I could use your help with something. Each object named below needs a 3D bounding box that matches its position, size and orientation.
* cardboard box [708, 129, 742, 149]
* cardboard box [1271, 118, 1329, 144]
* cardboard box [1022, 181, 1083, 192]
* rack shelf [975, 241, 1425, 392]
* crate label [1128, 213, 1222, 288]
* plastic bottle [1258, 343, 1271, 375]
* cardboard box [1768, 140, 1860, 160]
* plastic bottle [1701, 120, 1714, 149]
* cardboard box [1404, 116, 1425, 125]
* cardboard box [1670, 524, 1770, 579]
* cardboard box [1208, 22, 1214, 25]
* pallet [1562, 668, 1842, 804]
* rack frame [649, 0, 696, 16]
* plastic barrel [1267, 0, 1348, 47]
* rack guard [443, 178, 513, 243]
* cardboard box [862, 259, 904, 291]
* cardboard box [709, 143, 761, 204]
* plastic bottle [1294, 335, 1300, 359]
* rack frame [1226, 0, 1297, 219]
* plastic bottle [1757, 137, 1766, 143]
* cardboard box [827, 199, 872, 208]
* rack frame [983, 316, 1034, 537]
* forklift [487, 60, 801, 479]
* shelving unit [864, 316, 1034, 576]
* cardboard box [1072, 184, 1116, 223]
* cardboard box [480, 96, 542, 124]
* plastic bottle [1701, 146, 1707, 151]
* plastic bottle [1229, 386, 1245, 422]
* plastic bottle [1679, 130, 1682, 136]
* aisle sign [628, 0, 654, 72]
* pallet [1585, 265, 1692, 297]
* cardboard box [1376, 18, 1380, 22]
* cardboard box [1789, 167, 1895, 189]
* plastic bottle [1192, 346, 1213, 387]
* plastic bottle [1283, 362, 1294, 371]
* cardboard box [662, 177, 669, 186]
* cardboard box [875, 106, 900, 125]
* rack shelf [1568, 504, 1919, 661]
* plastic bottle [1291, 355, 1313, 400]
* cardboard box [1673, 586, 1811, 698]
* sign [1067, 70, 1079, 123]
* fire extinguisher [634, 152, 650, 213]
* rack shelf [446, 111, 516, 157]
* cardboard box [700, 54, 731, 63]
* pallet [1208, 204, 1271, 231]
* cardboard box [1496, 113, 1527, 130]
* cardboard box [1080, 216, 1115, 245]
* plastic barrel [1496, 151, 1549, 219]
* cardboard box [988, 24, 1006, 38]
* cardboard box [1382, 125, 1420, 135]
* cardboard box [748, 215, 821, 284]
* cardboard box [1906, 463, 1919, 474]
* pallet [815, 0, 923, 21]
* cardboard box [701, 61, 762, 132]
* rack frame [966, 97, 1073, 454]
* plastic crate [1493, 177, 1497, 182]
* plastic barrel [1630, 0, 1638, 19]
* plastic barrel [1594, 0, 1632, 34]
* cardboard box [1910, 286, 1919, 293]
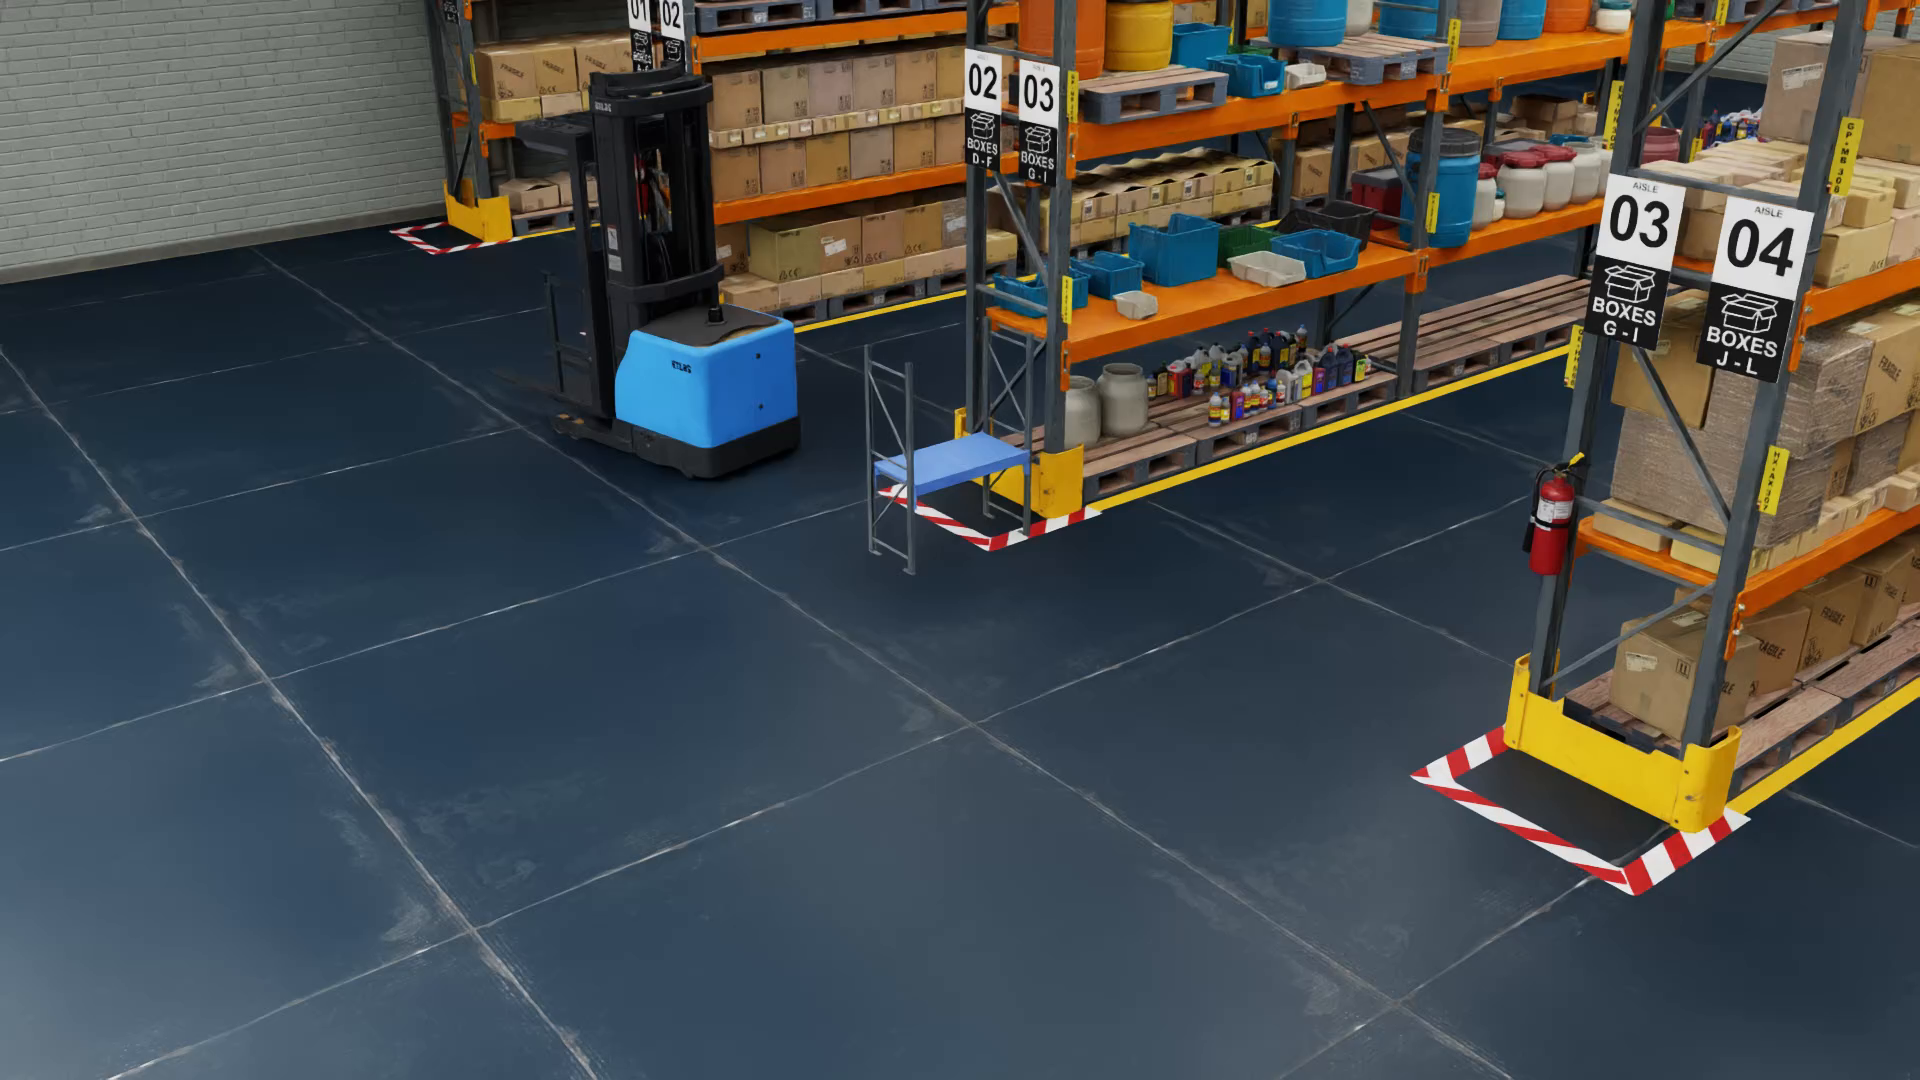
[{"bbox_3d":[-2.214,-3.719,15.310,0.250,0.149,0.380,-19,31,-34],"label":"cardboard box"},{"bbox_3d":[4.272,-5.169,20.881,0.500,0.250,0.500,-17,30,-32],"label":"cardboard box"},{"bbox_3d":[1.039,-3.923,18.740,0.500,0.311,0.500,-17,30,-33],"label":"cardboard box"},{"bbox_3d":[1.971,-1.900,13.135,4.000,0.370,1.077,-18,31,-34],"label":"rack shelf"},{"bbox_3d":[1.679,-2.290,13.080,0.616,0.435,0.502,-18,31,-34],"label":"crate label"},{"bbox_3d":[2.614,-1.558,14.262,0.097,0.271,0.097,0,25,0],"label":"plastic bottle"},{"bbox_3d":[4.359,-1.947,8.523,0.250,0.149,0.380,-18,30,-33],"label":"cardboard box"},{"bbox_3d":[7.882,-4.275,17.538,0.133,0.283,0.061,-18,31,-34],"label":"plastic bottle"},{"bbox_3d":[5.843,-5.344,22.149,0.500,0.500,0.500,-18,30,-33],"label":"cardboard box"},{"bbox_3d":[3.825,0.053,8.371,0.250,0.149,0.380,-18,31,-34],"label":"cardboard box"},{"bbox_3d":[3.636,-7.819,25.310,0.250,0.149,0.380,-18,30,-34],"label":"cardboard box"},{"bbox_3d":[4.175,0.980,9.388,1.213,0.211,1.003,-18,31,-34],"label":"pallet"},{"bbox_3d":[-2.656,-6.070,14.139,0.127,3.000,1.000,-18,31,-34],"label":"rack frame"},{"bbox_3d":[2.696,-4.301,12.797,0.708,0.901,0.600,-18,31,-34],"label":"plastic barrel"},{"bbox_3d":[-5.656,-3.874,19.504,0.348,0.500,1.175,-18,31,-34],"label":"rack guard"},{"bbox_3d":[-0.915,-2.746,16.872,0.500,0.250,0.500,-18,31,-34],"label":"cardboard box"},{"bbox_3d":[-2.281,-3.511,15.633,0.500,0.500,0.700,-18,31,-34],"label":"cardboard box"},{"bbox_3d":[2.944,-1.712,14.677,0.097,0.201,0.097,0,25,0],"label":"plastic bottle"},{"bbox_3d":[3.639,-5.427,19.879,0.127,3.000,1.000,-18,31,-34],"label":"rack frame"},{"bbox_3d":[8.170,-4.022,16.992,0.133,0.283,0.061,-18,31,-34],"label":"plastic bottle"},{"bbox_3d":[-1.245,-3.264,17.096,0.500,0.500,0.500,-18,31,-34],"label":"cardboard box"},{"bbox_3d":[0.333,-0.790,11.671,0.032,1.500,0.500,-18,31,-34],"label":"rack frame"},{"bbox_3d":[-2.719,-2.294,13.211,3.031,2.935,1.130,20,31,36],"label":"forklift"},{"bbox_3d":[-0.067,-0.658,11.386,1.048,1.500,0.538,-18,31,-34],"label":"shelving unit"},{"bbox_3d":[1.368,-3.738,18.343,0.500,0.311,0.500,-19,31,-35],"label":"cardboard box"},{"bbox_3d":[-5.136,-4.951,19.009,0.500,0.250,0.500,-19,31,-35],"label":"cardboard box"},{"bbox_3d":[7.341,-3.753,16.426,0.097,0.271,0.097,0,25,0],"label":"plastic bottle"},{"bbox_3d":[2.206,-1.094,13.249,0.133,0.283,0.061,-18,30,-33],"label":"plastic bottle"},{"bbox_3d":[7.568,-4.202,17.477,0.097,0.201,0.097,0,25,0],"label":"plastic bottle"},{"bbox_3d":[-2.889,-4.608,15.027,0.004,0.787,0.394,-18,31,-34],"label":"aisle sign"},{"bbox_3d":[7.288,-2.738,17.400,1.213,0.211,1.003,-18,31,-34],"label":"pallet"},{"bbox_3d":[5.774,-6.453,21.473,0.500,0.500,0.700,-13,28,-26],"label":"cardboard box"},{"bbox_3d":[4.200,-1.676,7.939,0.250,0.149,0.380,-19,31,-35],"label":"cardboard box"},{"bbox_3d":[2.025,-1.464,13.965,0.185,0.351,0.144,-17,30,-32],"label":"plastic bottle"},{"bbox_3d":[2.728,-1.344,13.786,0.133,0.283,0.061,-18,31,-34],"label":"plastic bottle"},{"bbox_3d":[-3.839,-4.525,20.801,0.250,0.149,0.380,-21,32,-38],"label":"cardboard box"},{"bbox_3d":[-0.797,-4.186,16.317,0.250,0.149,0.380,-17,30,-32],"label":"cardboard box"},{"bbox_3d":[5.028,-0.259,9.599,4.000,0.370,1.077,-18,31,-34],"label":"rack shelf"},{"bbox_3d":[2.811,-1.347,13.713,0.185,0.351,0.144,-18,31,-34],"label":"plastic bottle"},{"bbox_3d":[4.405,0.554,9.463,0.500,0.500,0.500,-10,27,-21],"label":"cardboard box"},{"bbox_3d":[0.734,-2.888,10.836,0.005,0.325,0.100,-18,31,-34],"label":"sign"},{"bbox_3d":[-3.036,-3.437,15.683,0.183,0.674,0.296,-18,31,-34],"label":"fire extinguisher"},{"bbox_3d":[-4.142,-5.182,20.206,4.000,0.370,1.077,-18,31,-34],"label":"rack shelf"},{"bbox_3d":[-3.138,-5.952,20.275,0.500,0.500,0.500,-18,31,-34],"label":"cardboard box"},{"bbox_3d":[2.967,-3.961,20.034,1.213,0.211,1.003,-18,31,-34],"label":"pallet"},{"bbox_3d":[7.651,-5.882,23.533,0.500,0.311,0.500,-18,31,-34],"label":"cardboard box"},{"bbox_3d":[1.365,-3.486,18.465,0.500,0.250,0.500,-17,30,-33],"label":"cardboard box"},{"bbox_3d":[5.011,-3.174,14.864,0.433,0.535,0.433,0,25,0],"label":"plastic barrel"},{"bbox_3d":[0.216,-7.186,23.029,0.500,0.500,0.700,-23,33,-40],"label":"cardboard box"},{"bbox_3d":[5.787,-5.052,21.520,0.500,0.500,0.500,-18,30,-33],"label":"cardboard box"},{"bbox_3d":[-1.704,-2.828,16.157,0.500,0.500,0.500,-18,31,-34],"label":"cardboard box"},{"bbox_3d":[5.180,-0.413,9.376,0.250,0.149,0.380,-18,31,-34],"label":"cardboard box"},{"bbox_3d":[-1.123,-5.163,15.853,1.213,0.211,1.003,-18,31,-34],"label":"pallet"},{"bbox_3d":[-2.239,-4.113,15.389,0.500,0.500,0.700,-18,30,-34],"label":"cardboard box"},{"bbox_3d":[0.398,-1.707,11.864,0.127,3.000,1.000,-18,31,-34],"label":"rack frame"},{"bbox_3d":[4.742,-3.195,15.324,0.662,0.188,0.450,-18,31,-34],"label":"plastic crate"},{"bbox_3d":[6.259,-5.217,15.732,0.421,0.512,0.421,0,25,0],"label":"plastic barrel"},{"bbox_3d":[5.836,-4.675,14.861,0.301,0.262,0.301,0,25,0],"label":"plastic barrel"},{"bbox_3d":[5.235,-1.142,8.988,0.500,0.500,0.500,-18,31,-34],"label":"cardboard box"}]
